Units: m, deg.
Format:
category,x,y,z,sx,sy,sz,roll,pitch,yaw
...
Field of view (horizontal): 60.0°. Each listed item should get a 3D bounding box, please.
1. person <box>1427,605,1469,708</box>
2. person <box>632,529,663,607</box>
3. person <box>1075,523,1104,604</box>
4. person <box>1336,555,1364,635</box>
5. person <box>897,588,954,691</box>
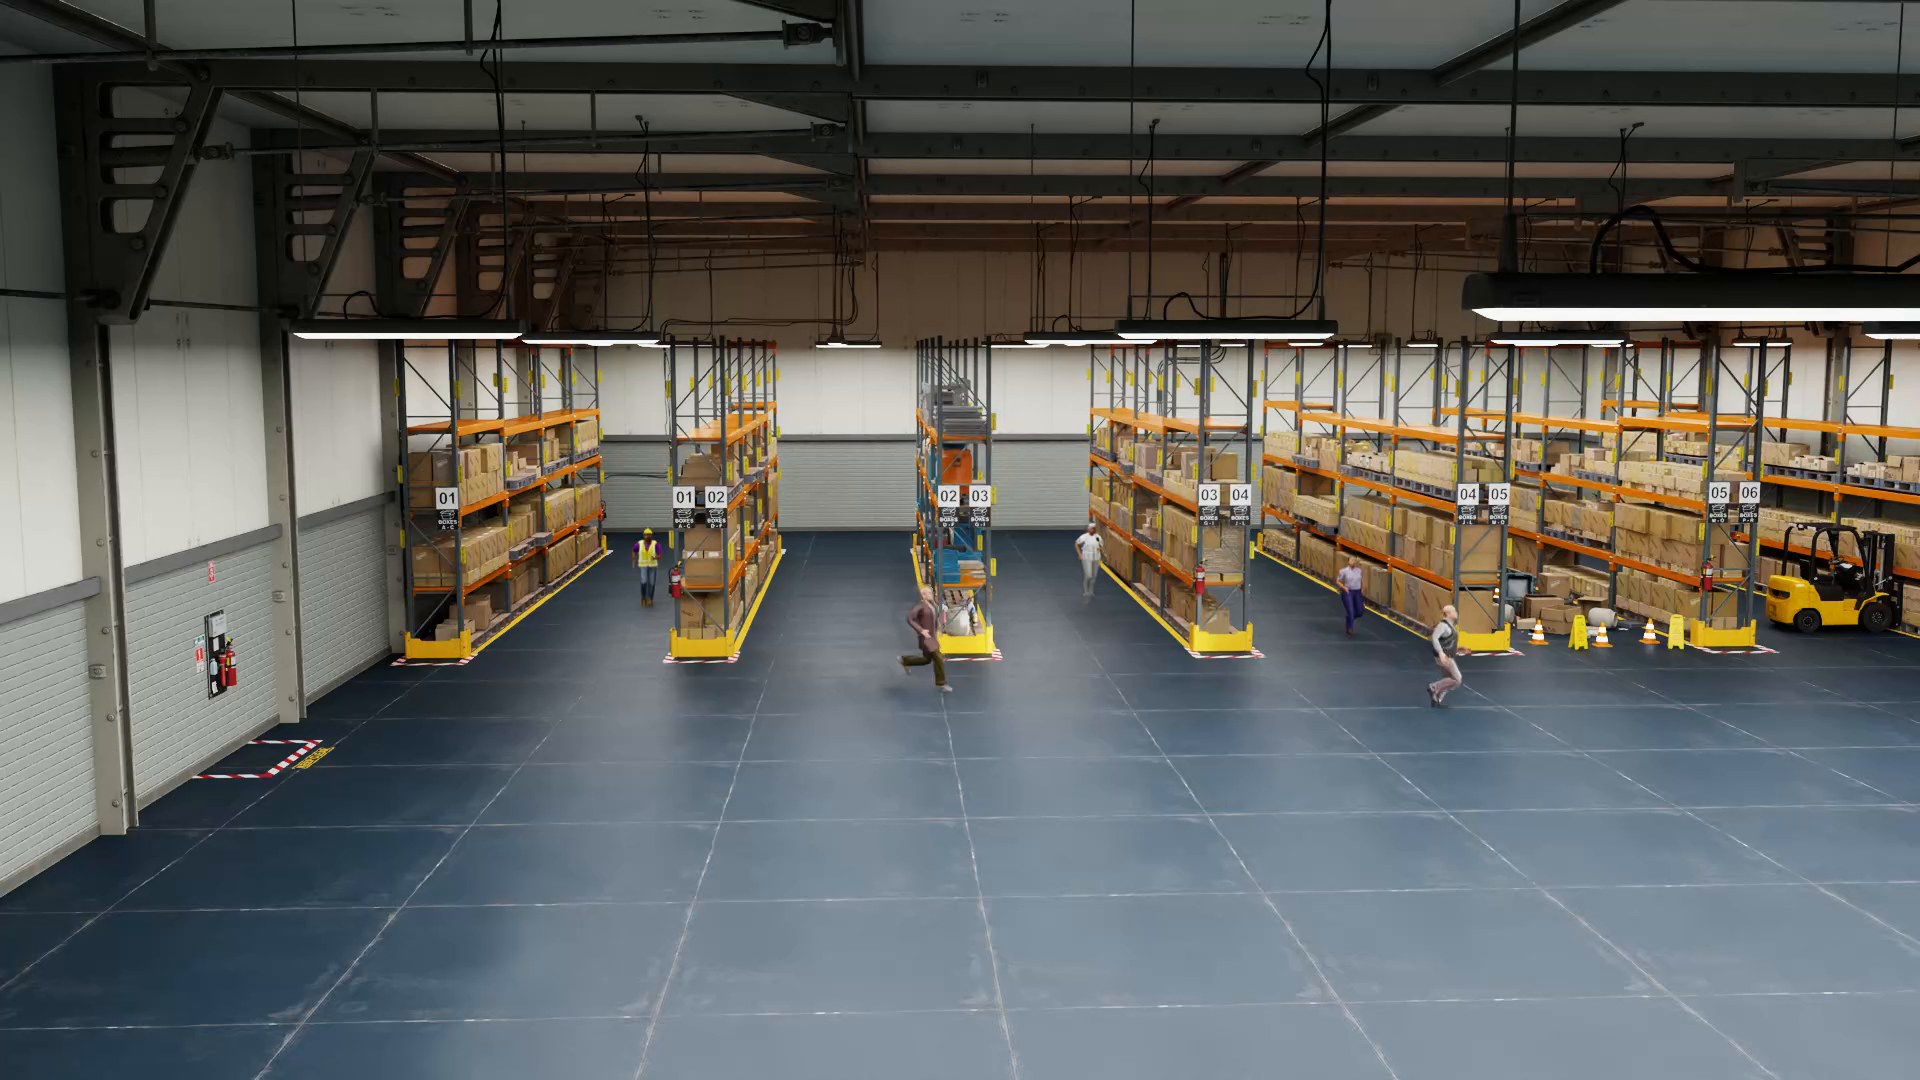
category,x,y,z,sx,sy,sz,roll,pitch,yaw
person,7.820,1.875,26.622,0.609,1.672,0.646,3,7,27
person,-6.998,0.621,37.238,0.675,1.759,0.688,-1,7,-12
person,2.876,0.505,36.429,0.575,1.774,0.691,-2,7,-16
person,7.919,1.108,33.691,0.605,1.594,0.559,-1,7,-13
person,-0.552,1.782,28.231,0.986,1.561,0.693,2,7,19
